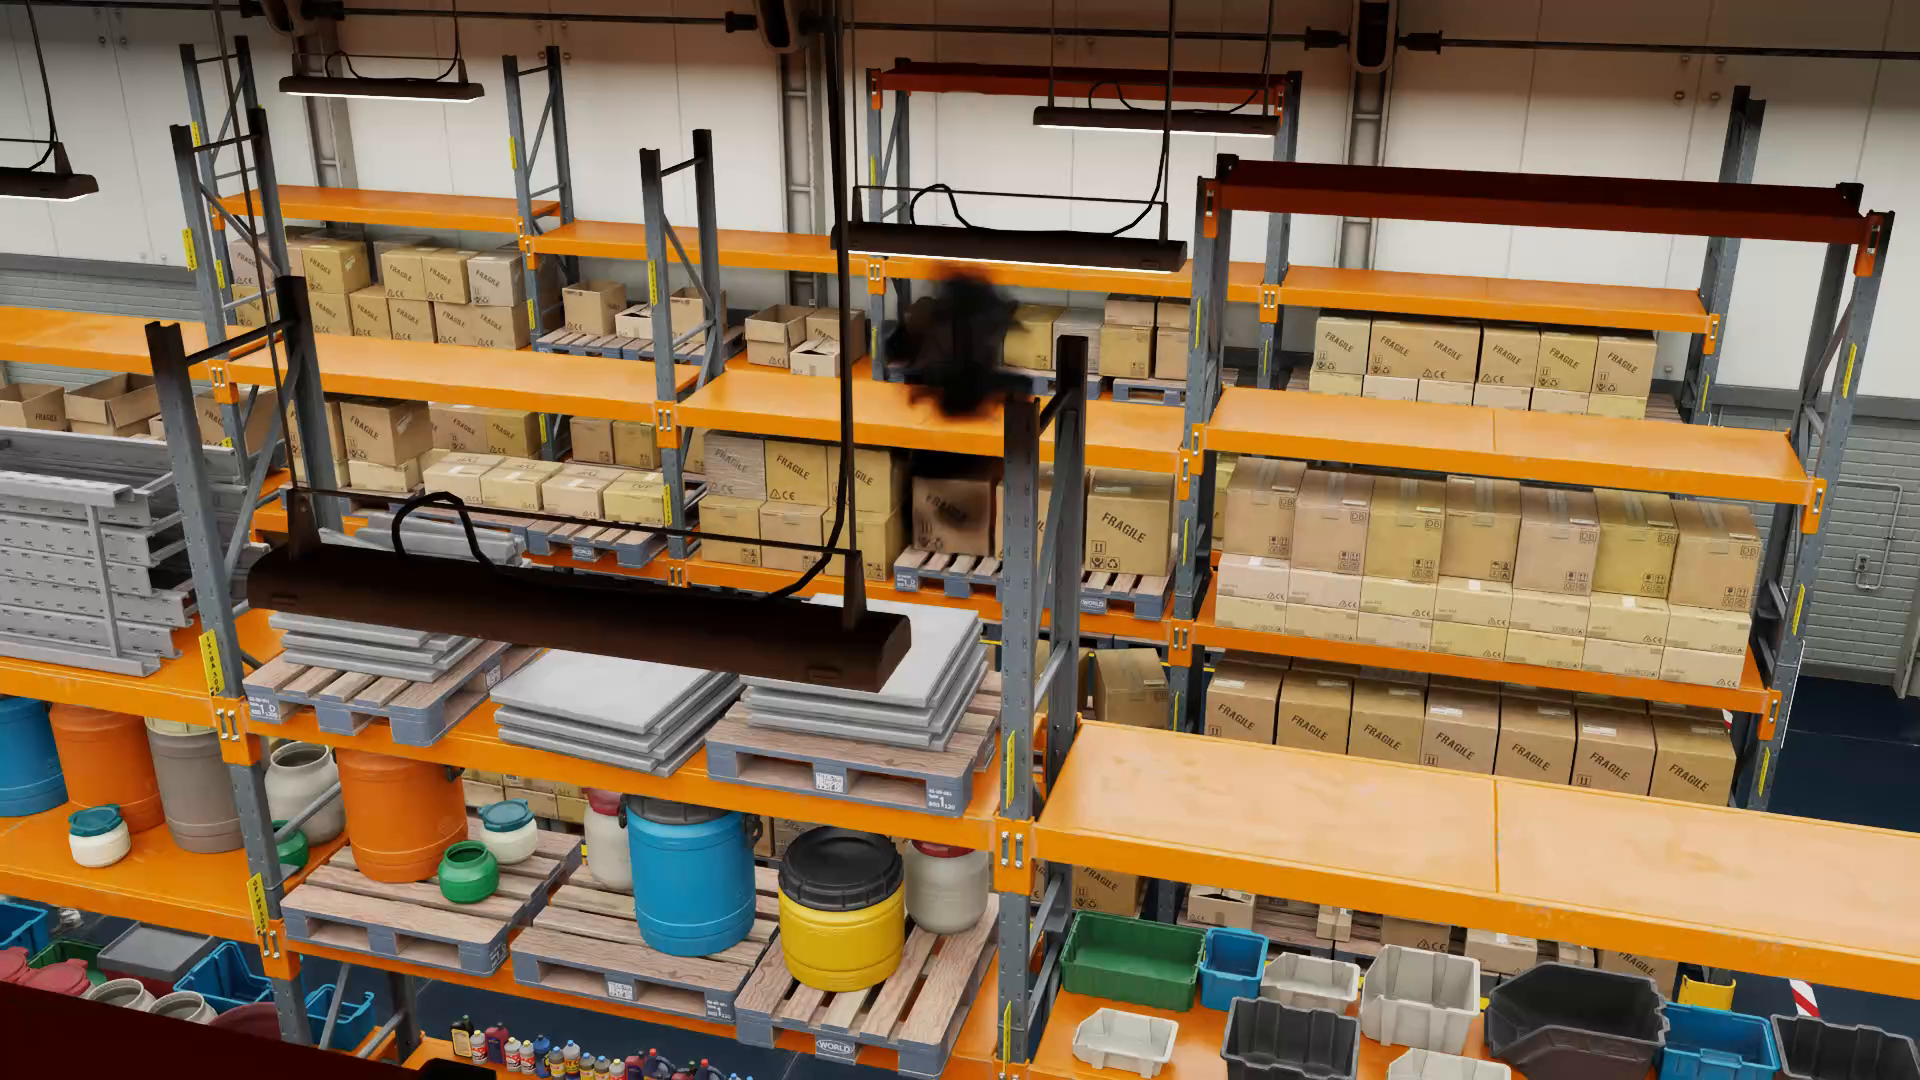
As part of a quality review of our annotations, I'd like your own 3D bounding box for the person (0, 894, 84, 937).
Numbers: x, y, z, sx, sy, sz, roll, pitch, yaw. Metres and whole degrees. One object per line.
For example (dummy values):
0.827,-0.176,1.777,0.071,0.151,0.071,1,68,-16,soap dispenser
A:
-7.303,2.328,12.781,0.843,1.821,0.636,3,23,8,person
